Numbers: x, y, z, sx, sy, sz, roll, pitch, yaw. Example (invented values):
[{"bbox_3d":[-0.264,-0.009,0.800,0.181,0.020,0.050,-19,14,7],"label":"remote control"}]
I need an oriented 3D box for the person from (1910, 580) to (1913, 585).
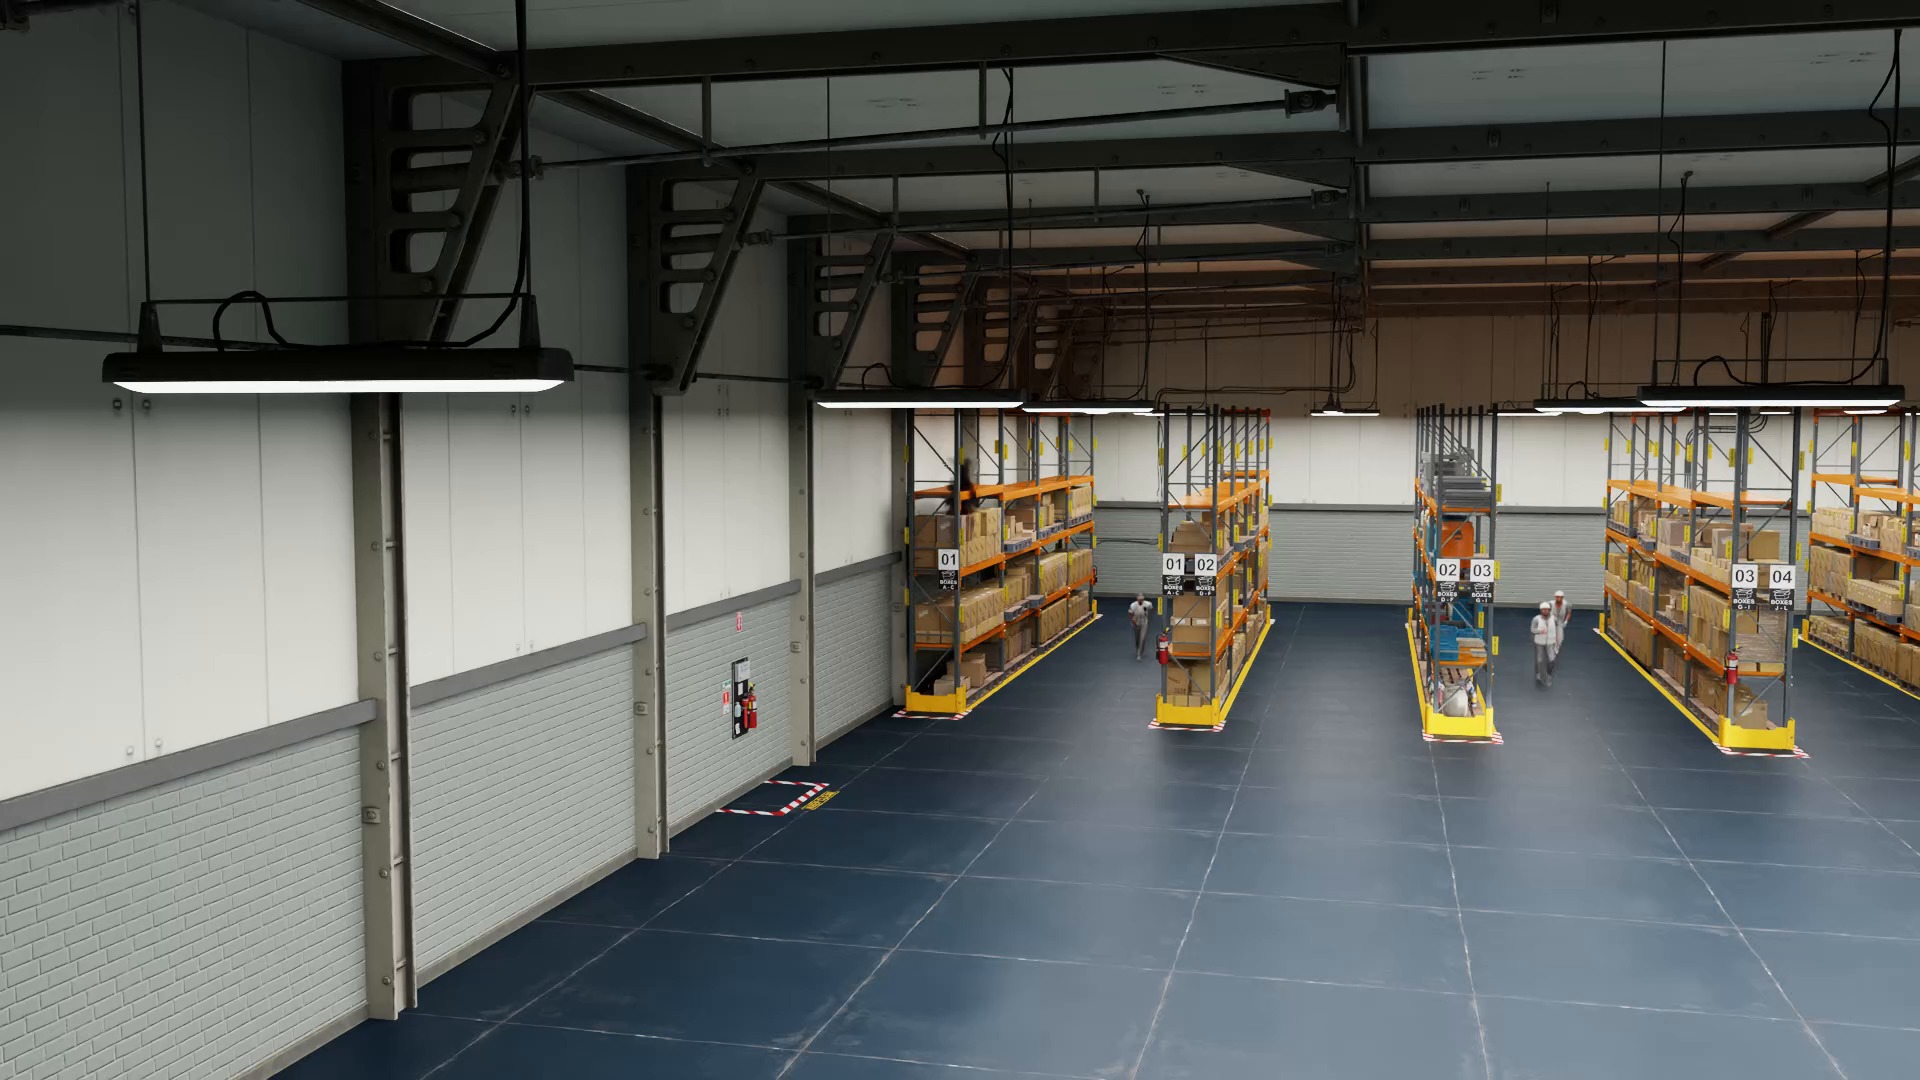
[{"bbox_3d":[23.639,1.855,41.293,0.703,1.730,0.915,0,4,1],"label":"person"}]

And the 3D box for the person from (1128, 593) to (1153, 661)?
[{"bbox_3d":[4.318,2.047,39.826,0.600,1.636,0.959,0,4,0],"label":"person"}]

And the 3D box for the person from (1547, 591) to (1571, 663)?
[{"bbox_3d":[13.986,2.029,39.049,0.653,1.715,0.707,0,4,1],"label":"person"}]

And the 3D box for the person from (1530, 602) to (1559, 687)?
[{"bbox_3d":[12.564,2.242,35.724,0.640,1.825,0.830,1,4,7],"label":"person"}]
